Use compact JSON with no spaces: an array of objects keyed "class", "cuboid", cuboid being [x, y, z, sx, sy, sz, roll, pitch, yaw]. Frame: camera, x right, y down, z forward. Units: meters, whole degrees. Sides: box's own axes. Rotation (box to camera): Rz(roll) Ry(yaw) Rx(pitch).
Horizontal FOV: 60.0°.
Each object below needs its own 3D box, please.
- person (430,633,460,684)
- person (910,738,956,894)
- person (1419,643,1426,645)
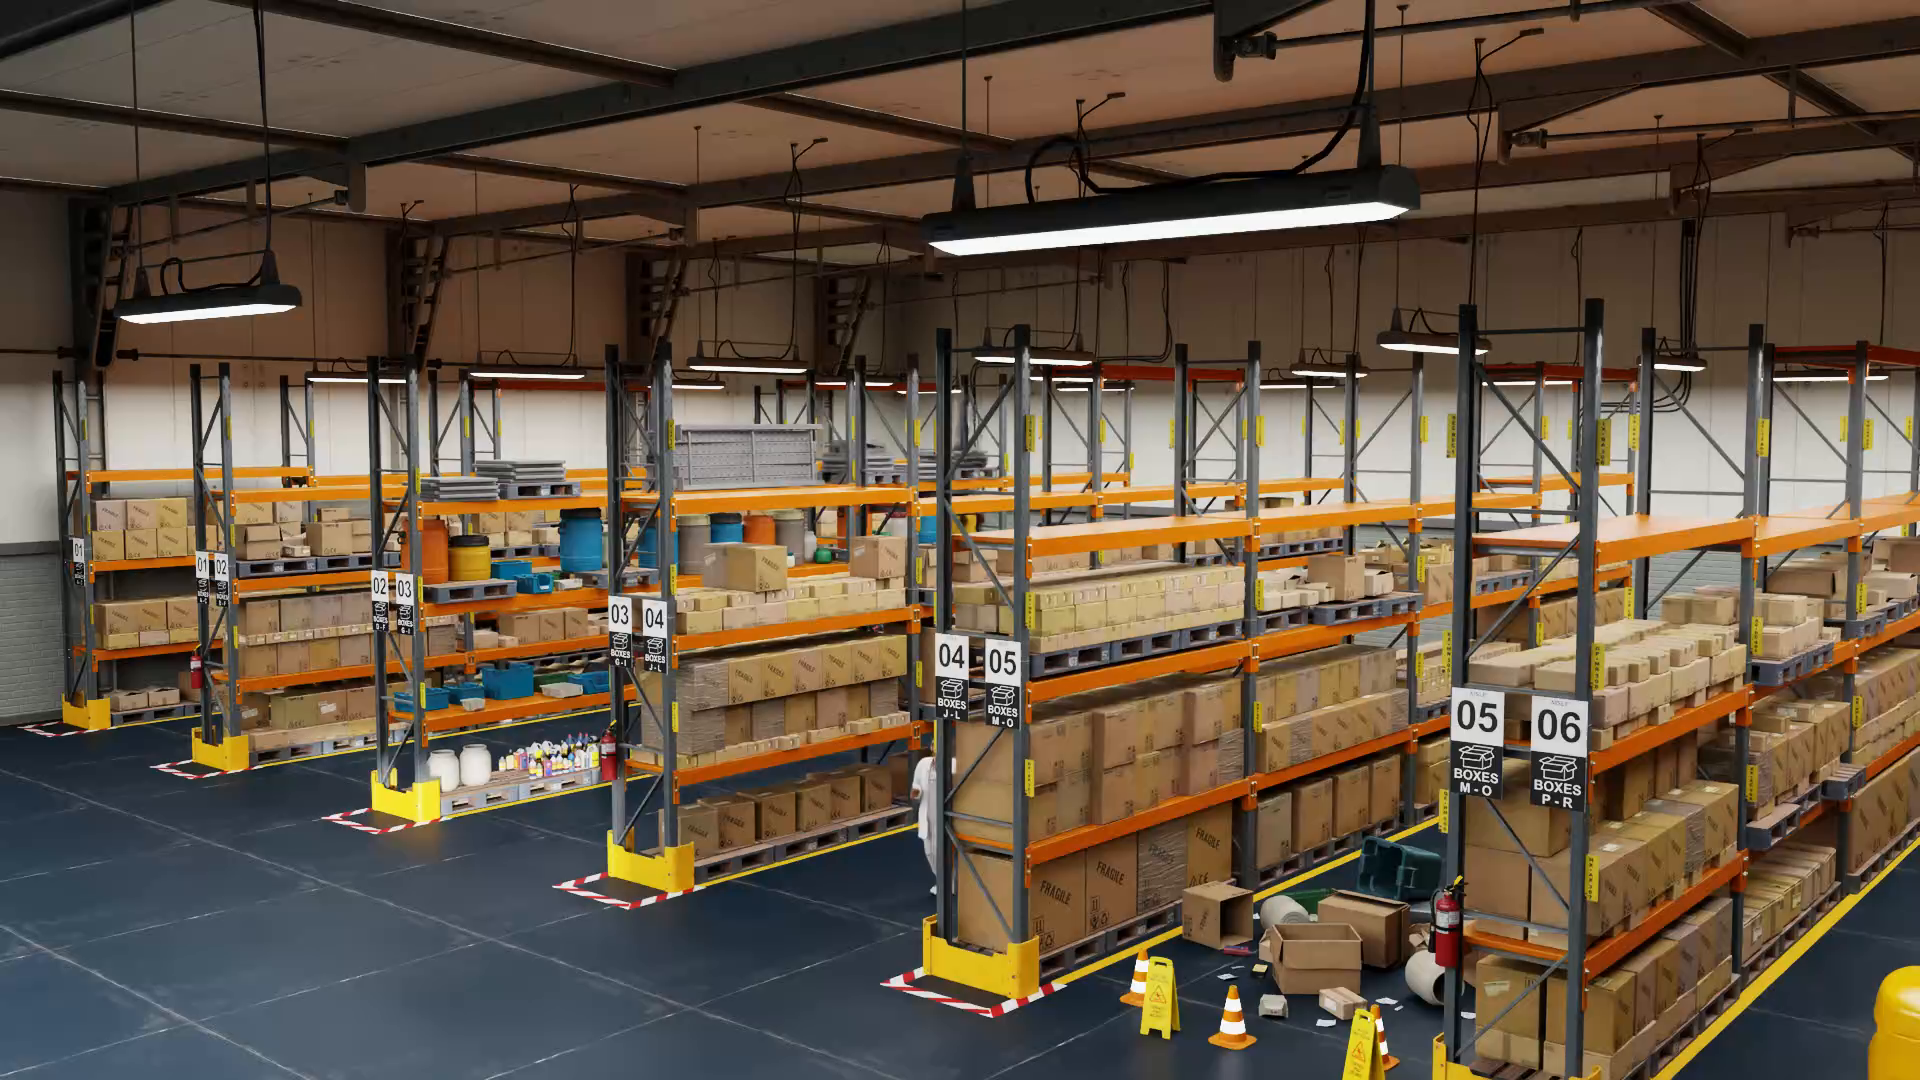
[{"class":"person","cuboid":[-9.388,2.149,30.082,0.643,1.758,1.000,3,5,34]},{"class":"person","cuboid":[-0.256,2.995,17.930,0.685,1.772,0.686,2,5,28]},{"class":"person","cuboid":[7.373,2.448,26.269,0.571,1.673,0.595,3,5,39]}]
